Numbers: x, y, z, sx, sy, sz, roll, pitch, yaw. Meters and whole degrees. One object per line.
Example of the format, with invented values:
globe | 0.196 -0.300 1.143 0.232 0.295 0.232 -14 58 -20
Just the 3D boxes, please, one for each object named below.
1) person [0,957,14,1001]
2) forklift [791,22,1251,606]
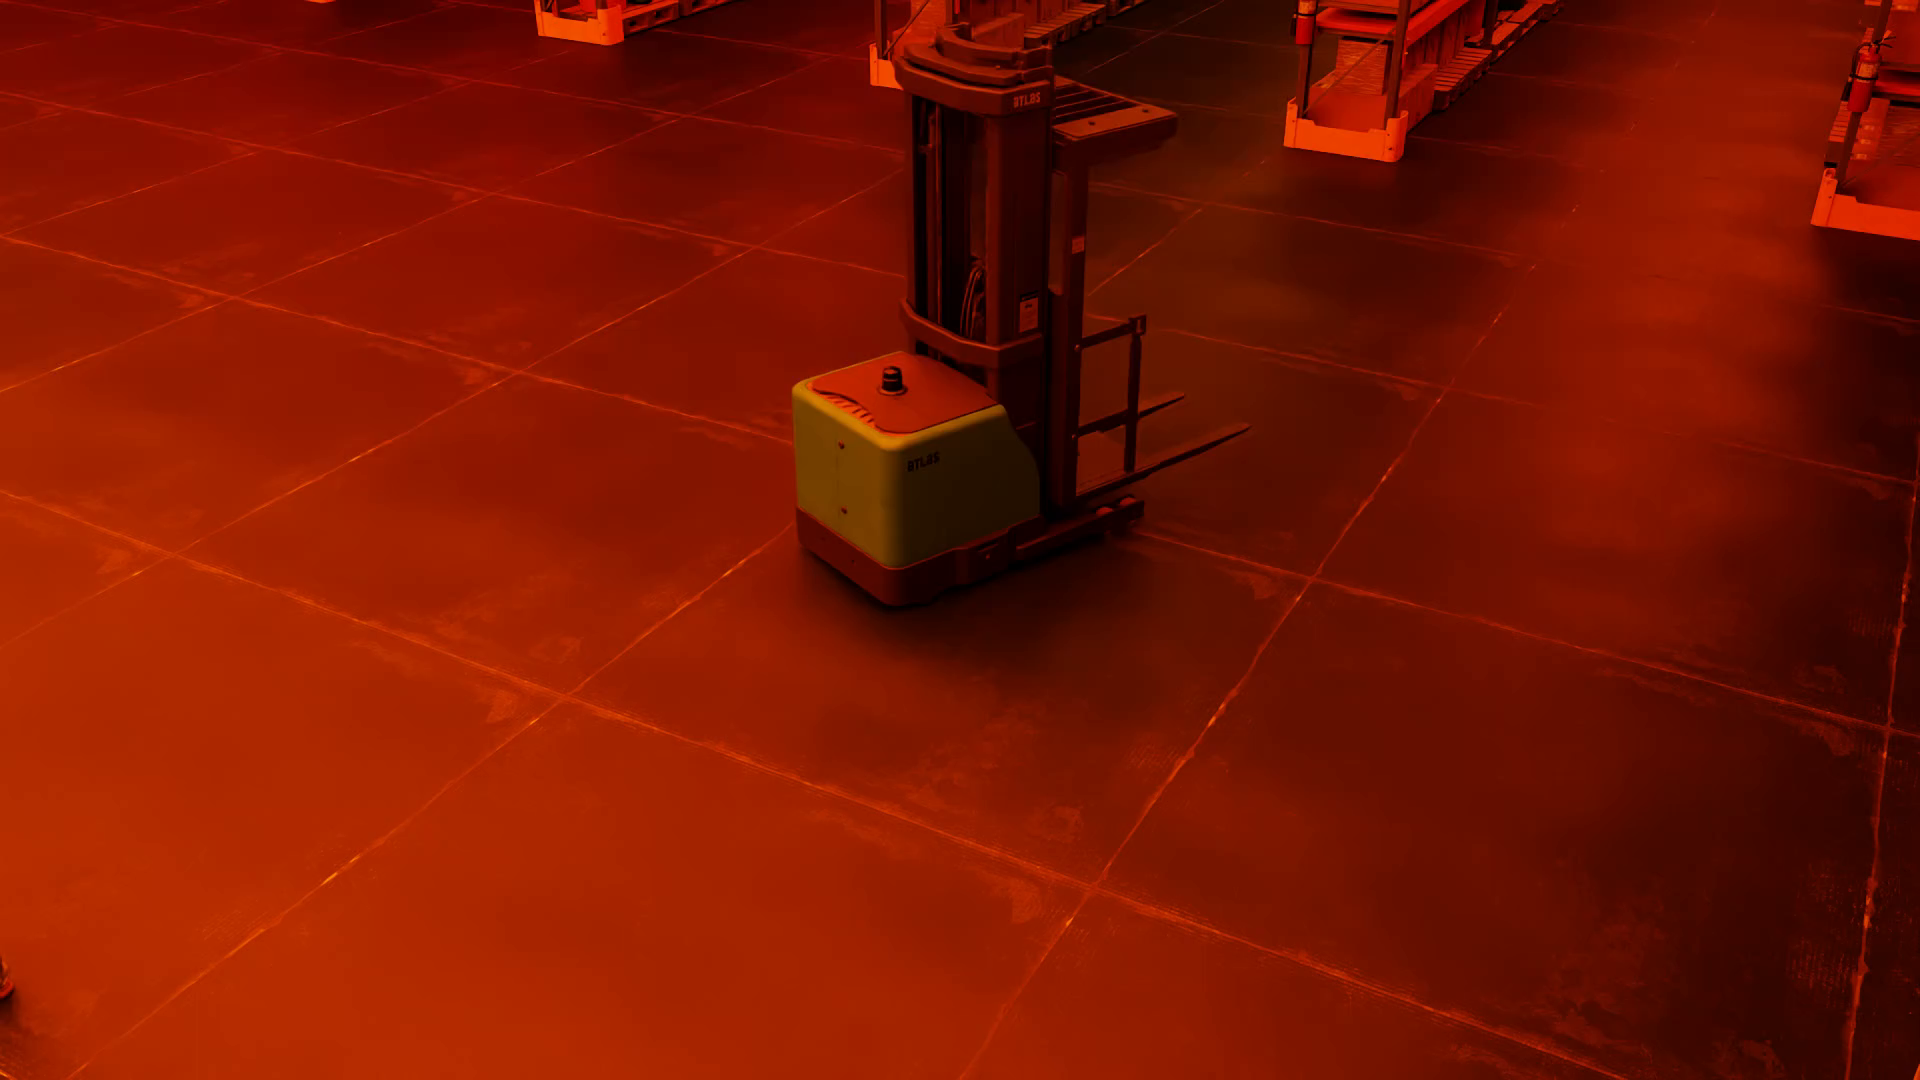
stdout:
person | -4.048 1.173 6.276 0.989 1.793 0.515 15 33 24
forklift | 0.504 -1.489 9.651 3.031 2.935 1.130 -21 36 -32
